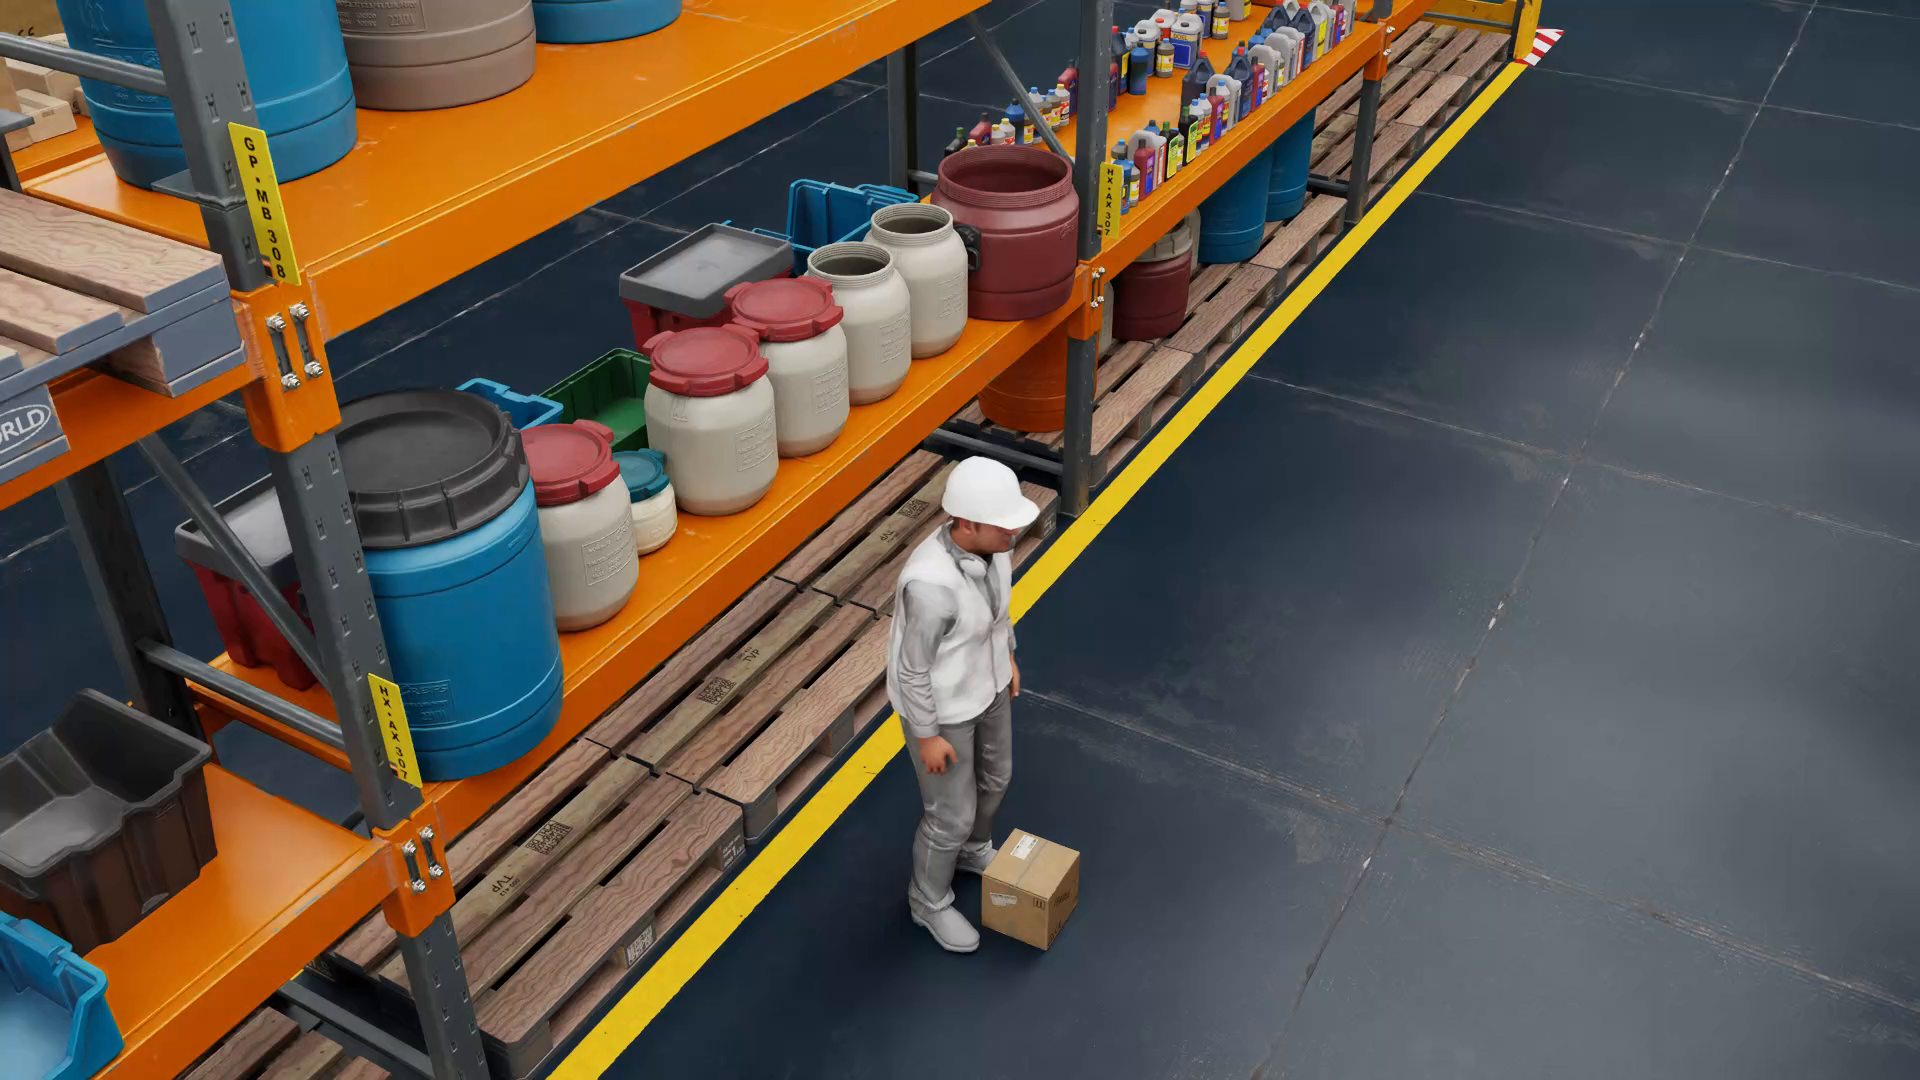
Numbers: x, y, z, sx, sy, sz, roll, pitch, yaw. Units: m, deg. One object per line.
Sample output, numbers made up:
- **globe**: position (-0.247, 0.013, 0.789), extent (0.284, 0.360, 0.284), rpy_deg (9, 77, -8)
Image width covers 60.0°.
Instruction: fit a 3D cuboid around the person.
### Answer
- **person**: position (0.009, 0.499, 5.375), extent (0.461, 1.771, 0.580), rpy_deg (18, 38, 25)
